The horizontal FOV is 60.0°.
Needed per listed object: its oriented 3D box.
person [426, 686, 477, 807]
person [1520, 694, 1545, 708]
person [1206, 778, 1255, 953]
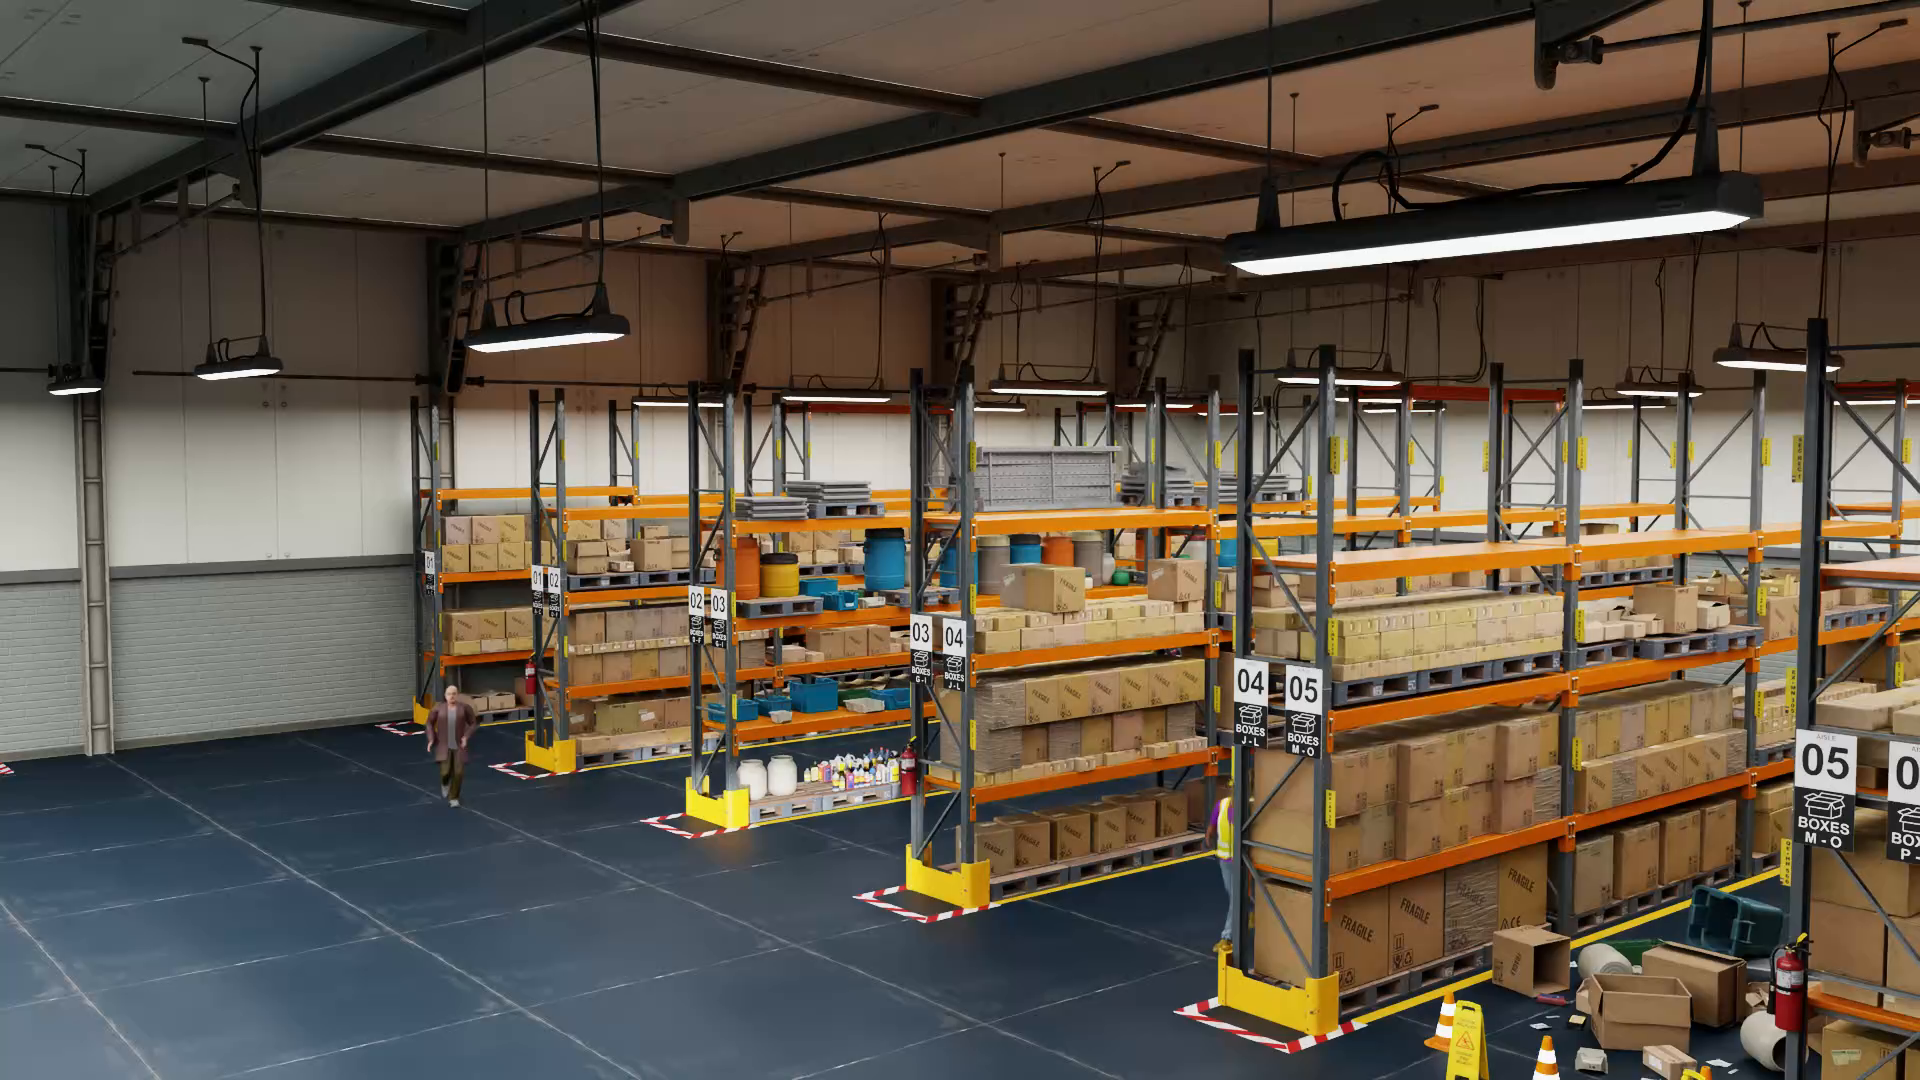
[{"bbox_3d":[-7.190,2.917,23.524,0.699,1.727,0.669,-1,4,-17],"label":"person"},{"bbox_3d":[7.994,2.911,23.101,0.709,1.832,0.630,-3,5,-44],"label":"person"},{"bbox_3d":[2.834,3.255,17.018,0.695,1.745,1.016,3,4,40],"label":"person"}]
